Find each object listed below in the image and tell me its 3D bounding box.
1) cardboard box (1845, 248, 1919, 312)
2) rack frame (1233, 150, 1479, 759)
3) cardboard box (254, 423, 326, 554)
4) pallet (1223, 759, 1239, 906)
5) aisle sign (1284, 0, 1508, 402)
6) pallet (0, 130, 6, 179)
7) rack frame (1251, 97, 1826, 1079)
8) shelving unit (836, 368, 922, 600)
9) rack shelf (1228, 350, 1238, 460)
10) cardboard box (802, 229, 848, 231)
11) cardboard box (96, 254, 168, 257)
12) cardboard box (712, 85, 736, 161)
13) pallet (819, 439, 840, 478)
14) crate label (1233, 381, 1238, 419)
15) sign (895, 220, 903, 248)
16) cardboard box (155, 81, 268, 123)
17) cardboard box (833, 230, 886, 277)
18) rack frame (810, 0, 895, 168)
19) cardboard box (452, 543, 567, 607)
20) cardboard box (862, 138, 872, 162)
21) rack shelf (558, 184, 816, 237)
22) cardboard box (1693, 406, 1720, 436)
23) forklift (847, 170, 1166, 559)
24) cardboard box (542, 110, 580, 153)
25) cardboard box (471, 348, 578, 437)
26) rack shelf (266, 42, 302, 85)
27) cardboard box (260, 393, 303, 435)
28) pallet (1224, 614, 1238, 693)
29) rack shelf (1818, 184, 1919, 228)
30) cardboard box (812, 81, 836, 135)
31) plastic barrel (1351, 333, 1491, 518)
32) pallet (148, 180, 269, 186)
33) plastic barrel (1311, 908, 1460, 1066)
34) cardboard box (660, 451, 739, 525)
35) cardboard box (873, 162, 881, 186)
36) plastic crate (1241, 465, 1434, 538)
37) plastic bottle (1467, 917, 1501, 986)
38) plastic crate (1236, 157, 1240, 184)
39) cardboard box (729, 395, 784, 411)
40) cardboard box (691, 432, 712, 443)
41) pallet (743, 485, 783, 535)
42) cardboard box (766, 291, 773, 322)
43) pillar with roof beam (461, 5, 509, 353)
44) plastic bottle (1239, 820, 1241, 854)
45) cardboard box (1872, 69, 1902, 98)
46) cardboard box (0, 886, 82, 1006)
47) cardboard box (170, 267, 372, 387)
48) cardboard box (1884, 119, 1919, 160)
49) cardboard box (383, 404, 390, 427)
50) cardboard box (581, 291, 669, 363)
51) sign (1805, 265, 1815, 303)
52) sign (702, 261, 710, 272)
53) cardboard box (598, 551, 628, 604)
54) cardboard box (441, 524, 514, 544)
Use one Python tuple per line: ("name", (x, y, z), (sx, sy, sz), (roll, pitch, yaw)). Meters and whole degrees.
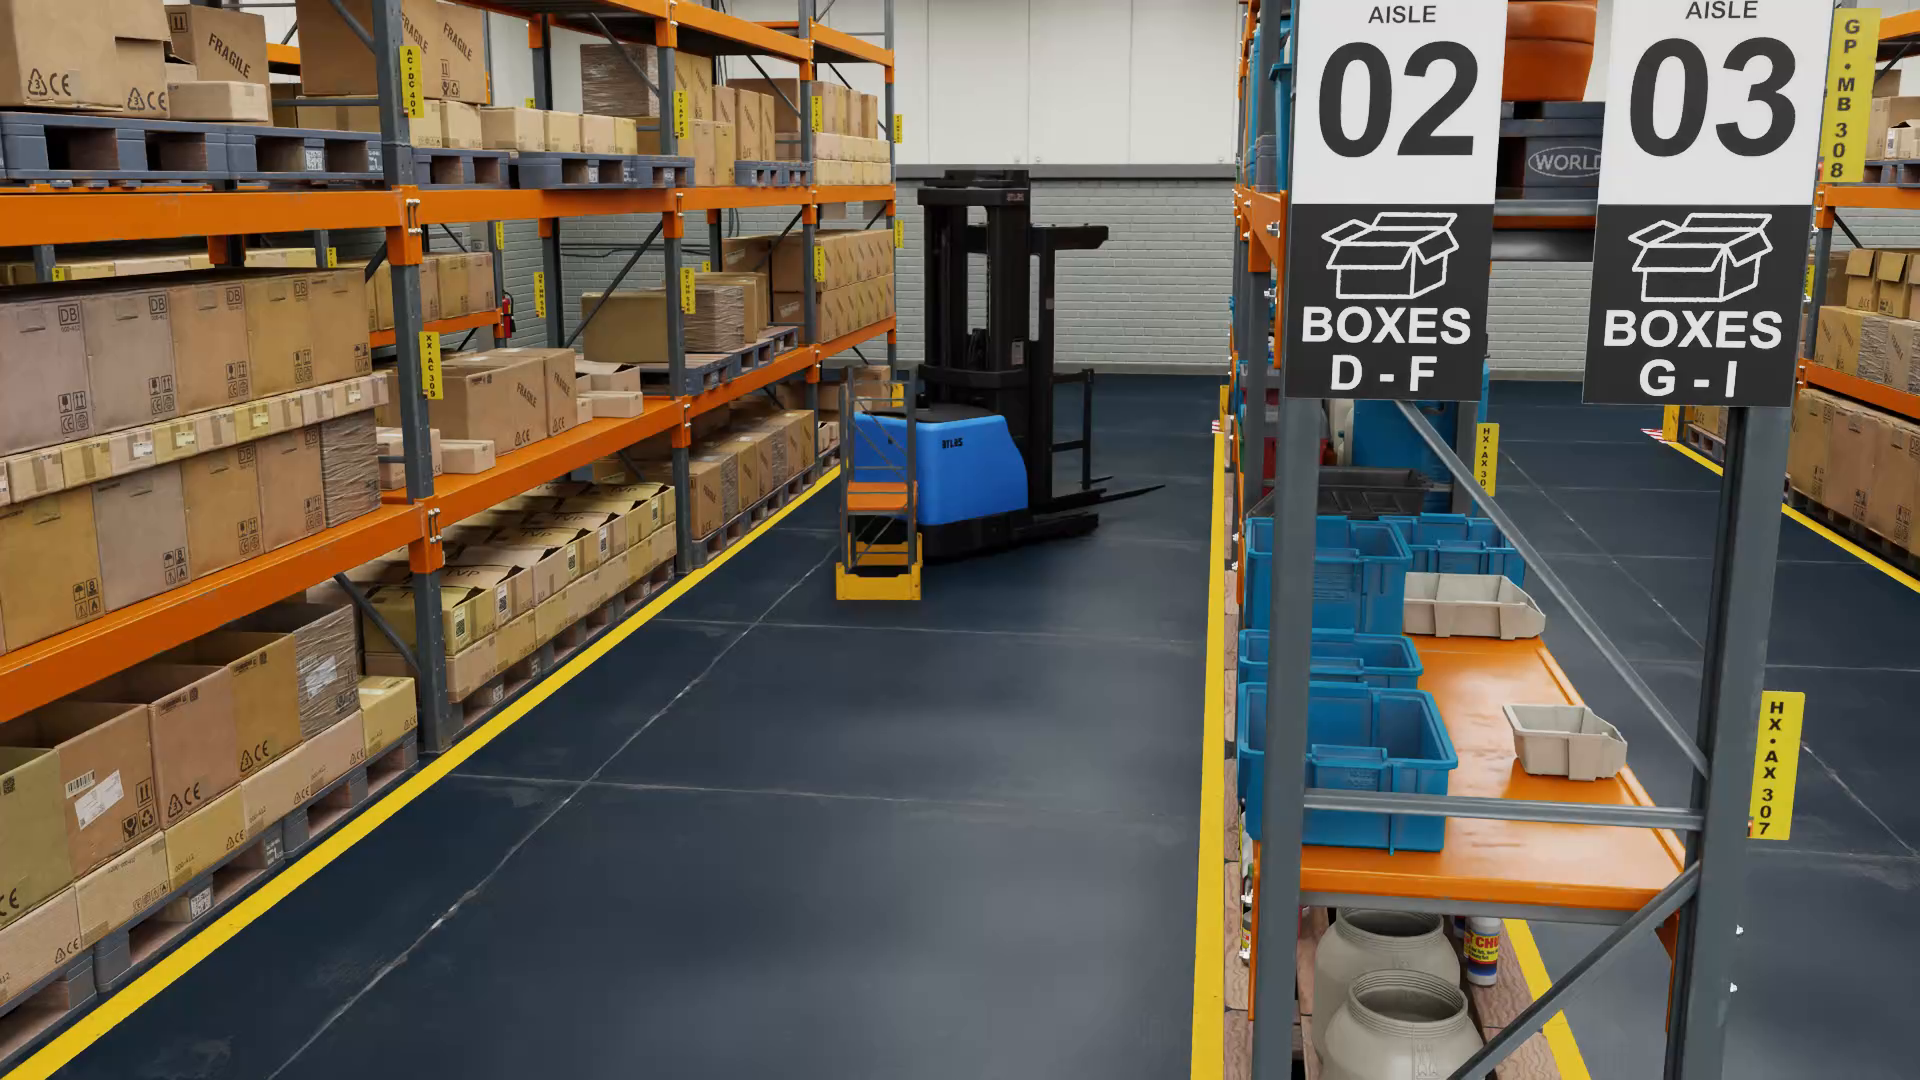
("cardboard box", (7.818, -2.151, 13.734), (0.797, 0.503, 0.637), (2, 12, 7))
("rack frame", (1.783, -0.240, 7.486), (1.000, 3.000, 0.127), (2, 12, 9))
("cardboard box", (-3.247, -0.247, 7.284), (0.700, 0.500, 0.500), (2, 12, 8))
("pallet", (1.639, 1.262, 7.137), (1.003, 0.211, 1.213), (2, 12, 9))
("aisle sign", (0.864, -0.673, 3.324), (0.394, 0.787, 0.004), (2, 12, 9))
("pallet", (-3.591, -1.138, 4.743), (1.003, 0.211, 1.213), (2, 12, 9))
("rack frame", (1.168, 0.593, 3.622), (1.000, 3.000, 0.127), (2, 12, 9))
("shelving unit", (-0.574, -0.429, 11.924), (0.587, 1.500, 1.083), (0, 12, -1))
("rack shelf", (2.706, -1.137, 13.357), (1.077, 0.370, 4.000), (2, 12, 9))
("cardboard box", (-1.594, -3.353, 19.321), (0.500, 0.500, 0.500), (2, 12, 10))
("cardboard box", (-7.334, -2.387, 14.680), (0.500, 0.250, 0.500), (2, 12, 7))
("cardboard box", (-2.233, -3.456, 13.816), (0.600, 0.600, 0.600), (1, 12, 6))
("pallet", (-1.774, -0.846, 16.919), (1.003, 0.211, 1.213), (2, 12, 9))
("crate label", (1.963, -0.915, 11.017), (0.303, 0.233, 0.416), (2, 12, 9))
("sign", (-0.720, -3.597, 19.567), (0.100, 0.325, 0.005), (2, 12, 9))
("cardboard box", (-3.026, -1.758, 6.680), (0.380, 0.149, 0.250), (2, 12, 9))
("cardboard box", (-1.139, -3.230, 18.750), (0.500, 0.500, 0.500), (2, 12, 10))
("rack frame", (-1.265, -5.832, 19.194), (1.000, 3.000, 0.127), (2, 12, 9))
("cardboard box", (-2.640, 0.174, 9.765), (0.500, 0.311, 0.500), (1, 12, 7))
("cardboard box", (-1.249, -4.213, 17.973), (0.500, 0.250, 0.500), (2, 12, 9))
("rack shelf", (-2.188, -2.765, 13.790), (1.077, 0.370, 4.000), (2, 12, 9))
("cardboard box", (8.503, -1.608, 17.882), (0.875, 0.875, 0.875), (2, 12, 9))
("forklift", (0.506, -1.530, 13.635), (3.031, 2.935, 1.130), (-12, 17, -43))
("cardboard box", (-2.671, -2.507, 10.247), (0.500, 0.250, 0.500), (2, 12, 8))
("cardboard box", (-2.737, -0.933, 10.464), (0.500, 0.500, 0.500), (1, 12, 6))
("rack shelf", (-7.083, -4.195, 14.257), (1.077, 0.370, 4.000), (2, 12, 9))
("cardboard box", (-3.058, -0.543, 7.115), (0.380, 0.149, 0.250), (2, 12, 9))
("pallet", (2.051, 0.704, 9.726), (1.003, 0.211, 1.213), (2, 12, 9))
("rack shelf", (7.600, -2.443, 12.297), (1.077, 0.370, 4.000), (2, 12, 9))
("cardboard box", (-1.626, -4.272, 16.467), (0.700, 0.500, 0.500), (2, 12, 9))
("plastic barrel", (2.142, -0.555, 7.761), (0.600, 0.901, 0.708), (2, 12, 9))
("pallet", (-6.868, -3.406, 15.514), (0.805, 0.209, 1.217), (1, 12, 6))
("plastic barrel", (1.271, 1.360, 4.972), (0.421, 0.512, 0.421), (0, 12, 0))
("cardboard box", (-2.068, -0.422, 13.218), (0.500, 0.500, 0.500), (1, 12, 7))
("cardboard box", (-1.171, -4.073, 18.508), (0.500, 0.250, 0.500), (2, 12, 9))
("plastic crate", (1.577, -0.105, 7.006), (0.767, 0.338, 0.504), (2, 12, 9))
("plastic bottle", (1.755, 1.344, 5.568), (0.097, 0.271, 0.097), (0, 12, 0))
("plastic crate", (2.983, -3.695, 16.679), (0.437, 0.282, 0.530), (2, 12, 9))
("cardboard box", (-2.073, -1.187, 16.772), (0.500, 0.500, 0.500), (2, 12, 9))
("cardboard box", (-2.429, -0.646, 14.261), (0.500, 0.500, 0.500), (1, 12, 7))
("pallet", (-2.153, -0.278, 14.282), (1.003, 0.211, 1.213), (2, 12, 9))
("cardboard box", (-2.057, -2.228, 16.473), (0.500, 0.500, 0.500), (2, 12, 10))
("pillar with roof beam", (-2.346, -6.442, 22.026), (9.100, 9.000, 0.400), (2, 12, 9))
("plastic bottle", (1.153, 1.165, 6.565), (0.097, 0.201, 0.097), (0, 12, 0))
("cardboard box", (8.059, -4.076, 14.916), (0.500, 0.250, 0.500), (1, 12, 5))
("cardboard box", (-3.350, 1.362, 5.584), (0.500, 0.250, 0.500), (2, 12, 9))
("cardboard box", (-3.173, -0.992, 7.658), (0.700, 0.500, 0.500), (2, 12, 9))
("cardboard box", (7.650, -3.147, 13.072), (0.500, 0.311, 0.500), (1, 12, 7))
("cardboard box", (-6.479, -1.466, 18.114), (0.700, 0.500, 0.500), (2, 12, 8))
("cardboard box", (-2.510, -1.623, 12.669), (0.700, 0.500, 0.500), (-2, 12, -10))
("sign", (7.359, -2.224, 14.451), (0.100, 0.325, 0.005), (2, 12, 9))
("sign", (-2.418, -2.506, 15.945), (0.100, 0.325, 0.005), (2, 12, 9))
("cardboard box", (-2.491, 0.235, 10.815), (0.500, 0.250, 0.500), (2, 12, 10))
("cardboard box", (-3.098, 0.053, 10.325), (0.500, 0.311, 0.500), (2, 12, 8))
